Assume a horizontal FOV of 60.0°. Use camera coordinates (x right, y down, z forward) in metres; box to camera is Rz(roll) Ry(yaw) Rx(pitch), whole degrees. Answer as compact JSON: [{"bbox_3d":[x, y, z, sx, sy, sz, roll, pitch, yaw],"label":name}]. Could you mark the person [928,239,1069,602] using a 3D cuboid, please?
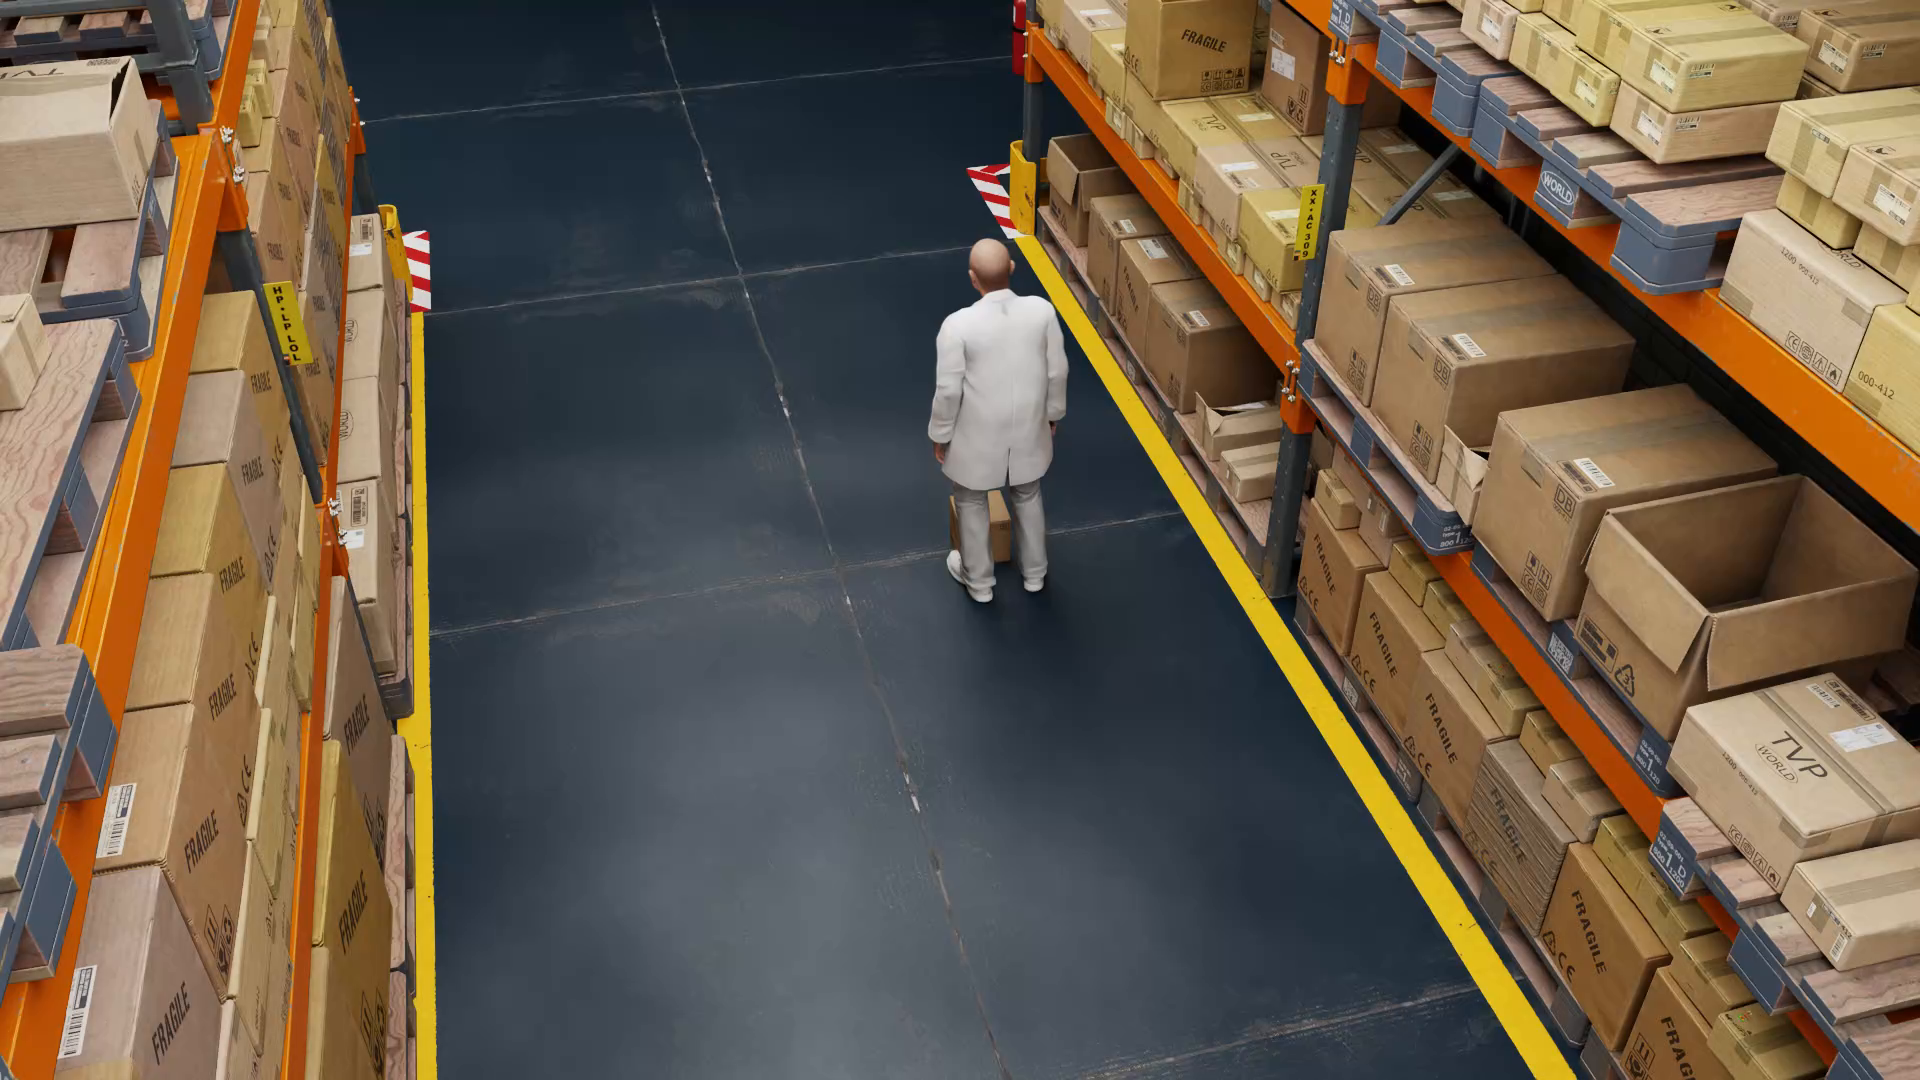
[{"bbox_3d":[0.163,-0.510,7.389,0.643,1.772,0.429,-11,39,-14],"label":"person"}]
